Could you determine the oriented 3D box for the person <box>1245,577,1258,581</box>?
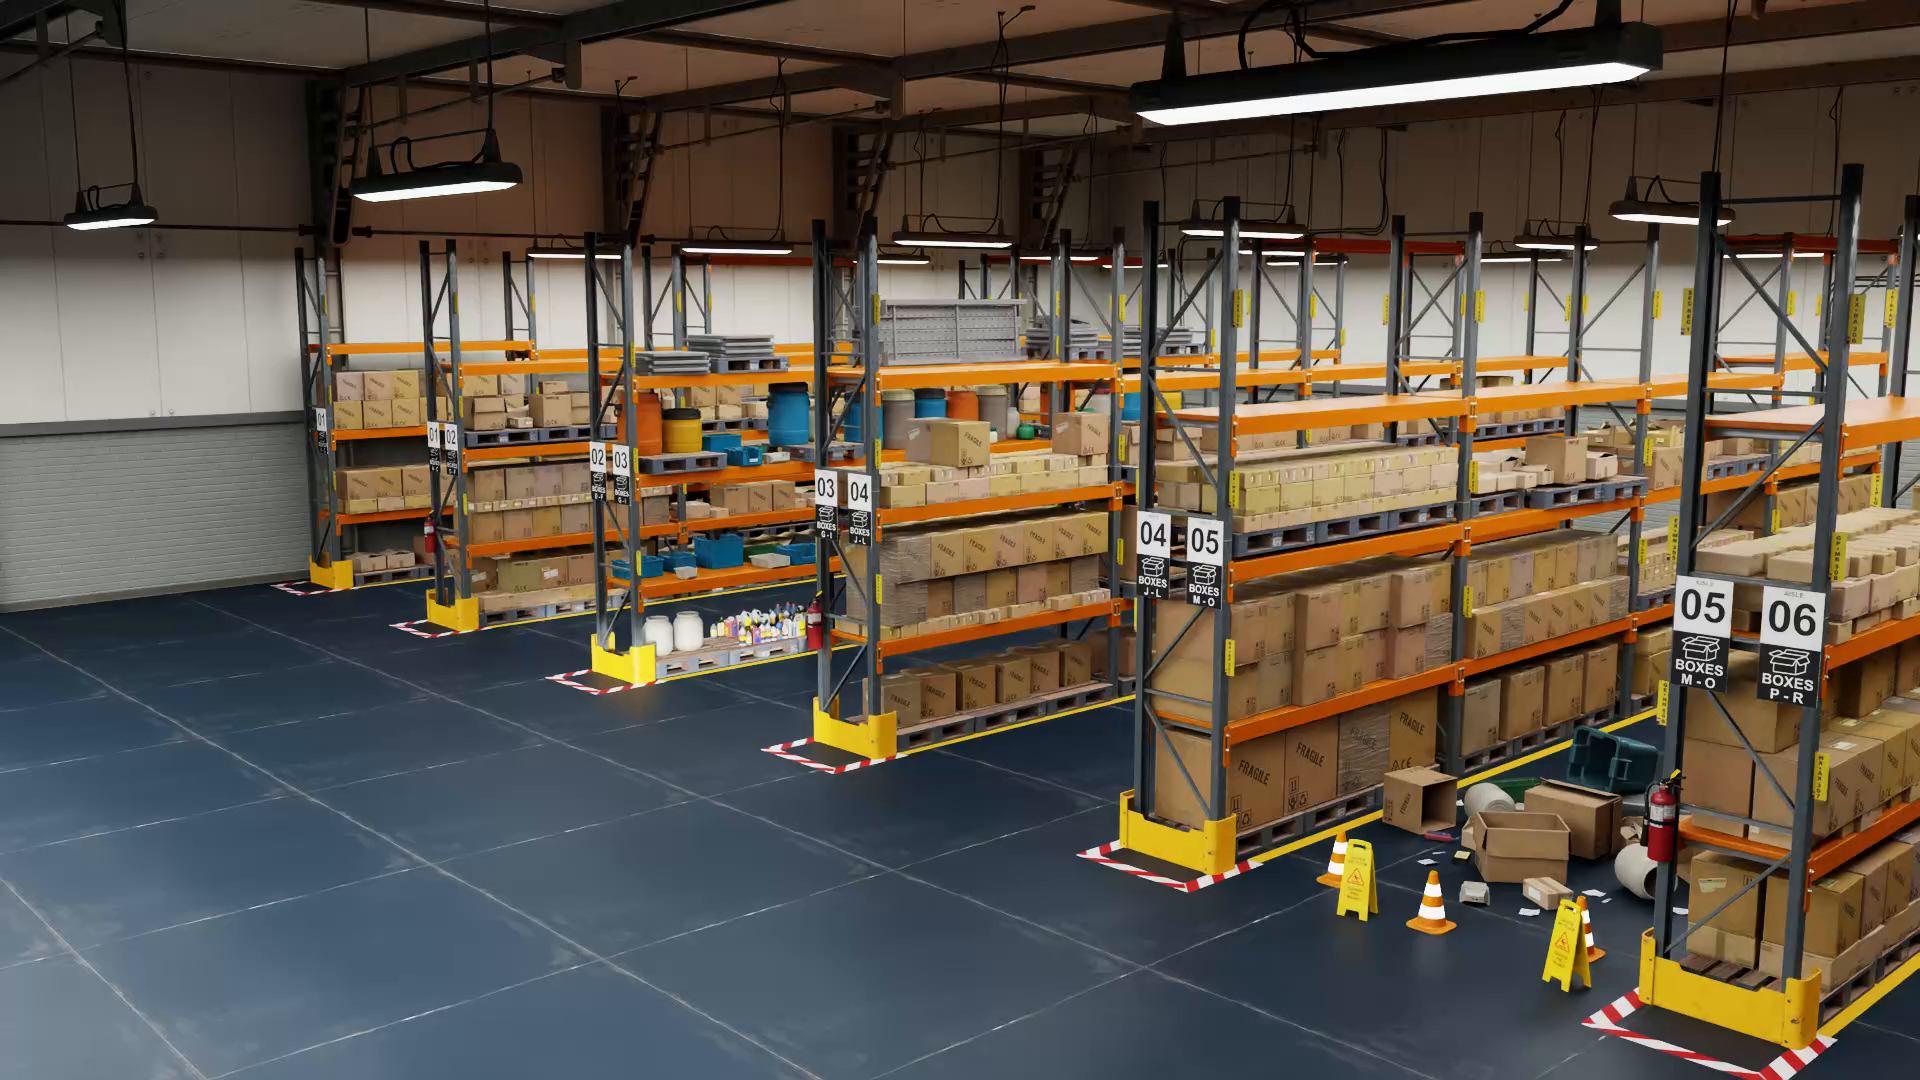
[{"bbox_3d":[3.653,1.225,21.196,0.539,1.750,0.542,1,8,9],"label":"person"}]

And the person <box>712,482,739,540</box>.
[{"bbox_3d":[-4.449,-0.257,31.553,0.523,1.653,0.348,-1,8,-4],"label":"person"}]
